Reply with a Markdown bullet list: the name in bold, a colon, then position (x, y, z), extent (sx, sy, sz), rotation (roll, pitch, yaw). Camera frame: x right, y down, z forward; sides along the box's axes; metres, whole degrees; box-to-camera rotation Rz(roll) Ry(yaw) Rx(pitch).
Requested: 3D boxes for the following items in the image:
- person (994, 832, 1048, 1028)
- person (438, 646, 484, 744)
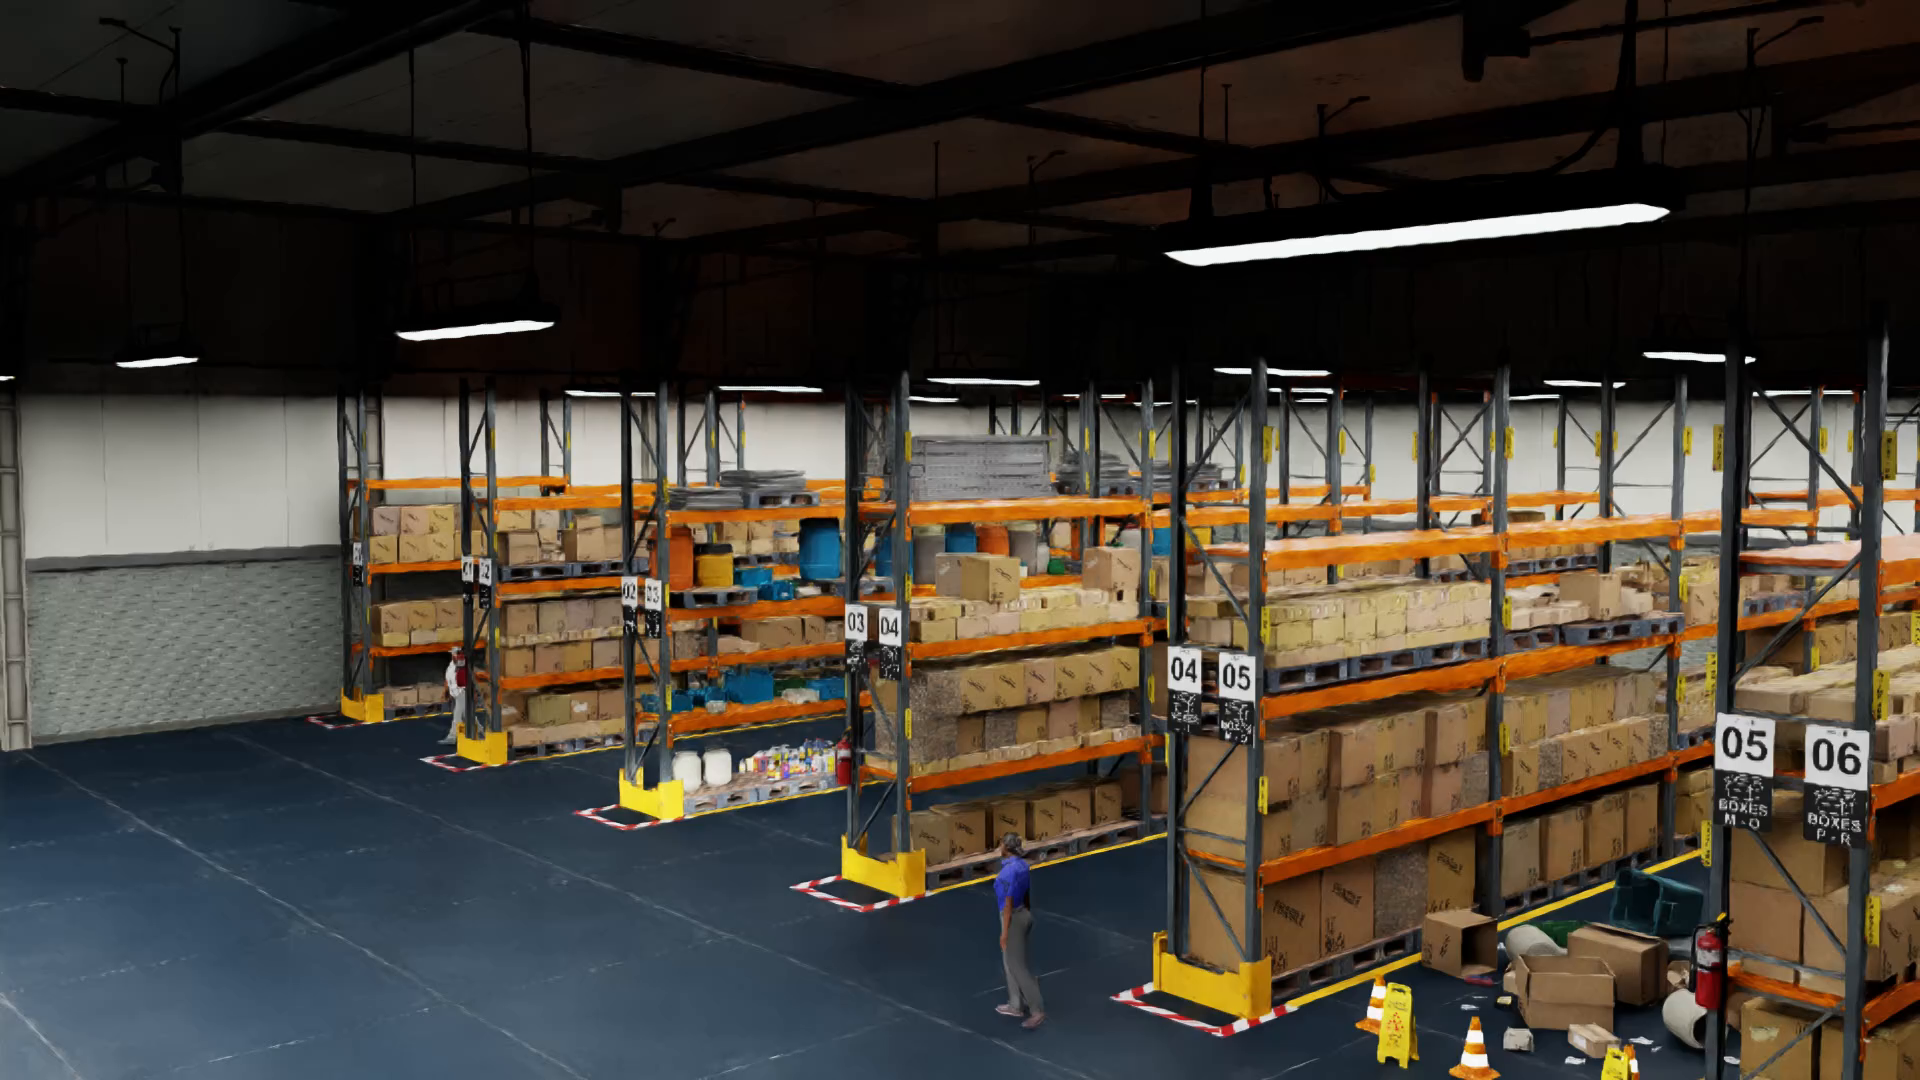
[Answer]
- **person**: position (0.532, 3.392, 14.592), extent (0.524, 1.650, 0.565), rotation (1, 4, 20)
- **person**: position (-8.309, 2.542, 27.592), extent (0.490, 1.597, 0.999), rotation (3, 5, 41)
